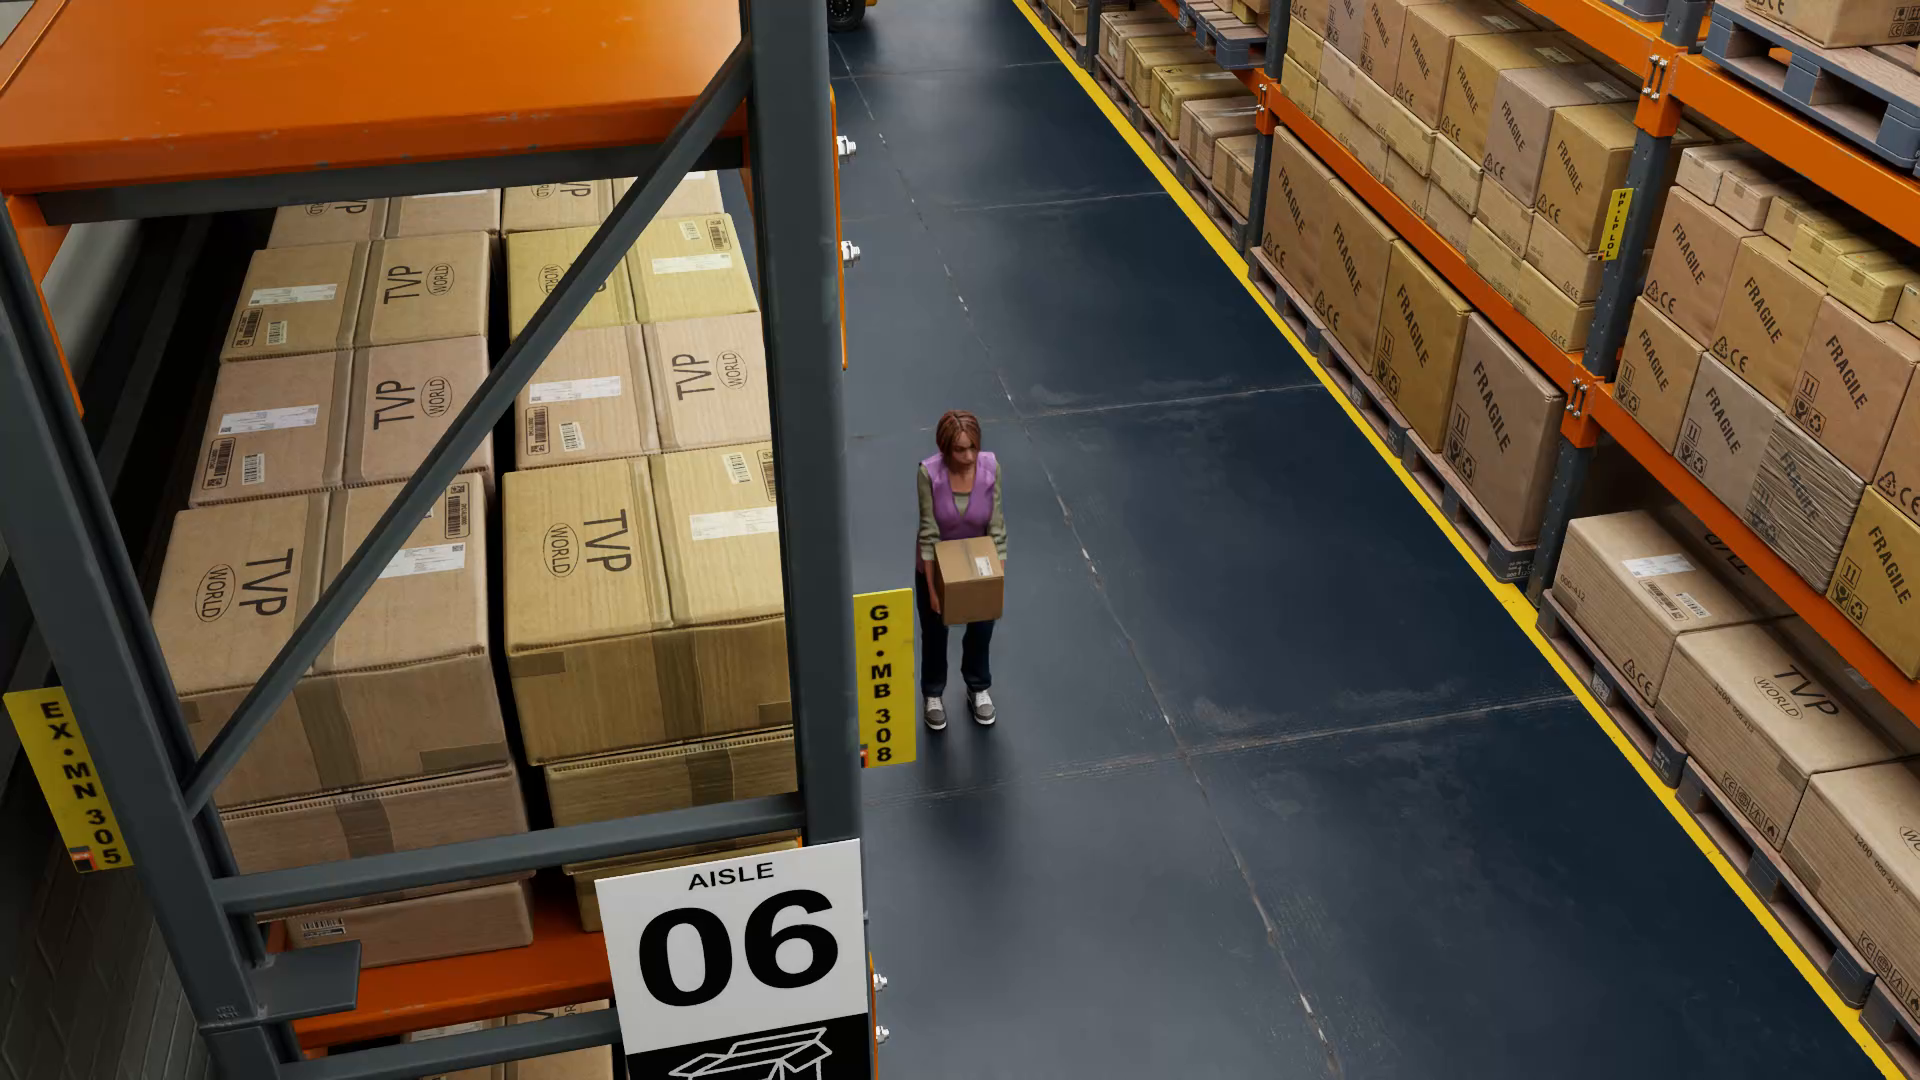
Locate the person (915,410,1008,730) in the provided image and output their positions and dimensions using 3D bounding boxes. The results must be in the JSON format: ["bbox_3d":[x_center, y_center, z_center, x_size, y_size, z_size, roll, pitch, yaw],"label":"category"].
[{"bbox_3d":[0.003,0.165,7.131,0.375,1.596,0.508,-6,35,-9],"label":"person"}]
